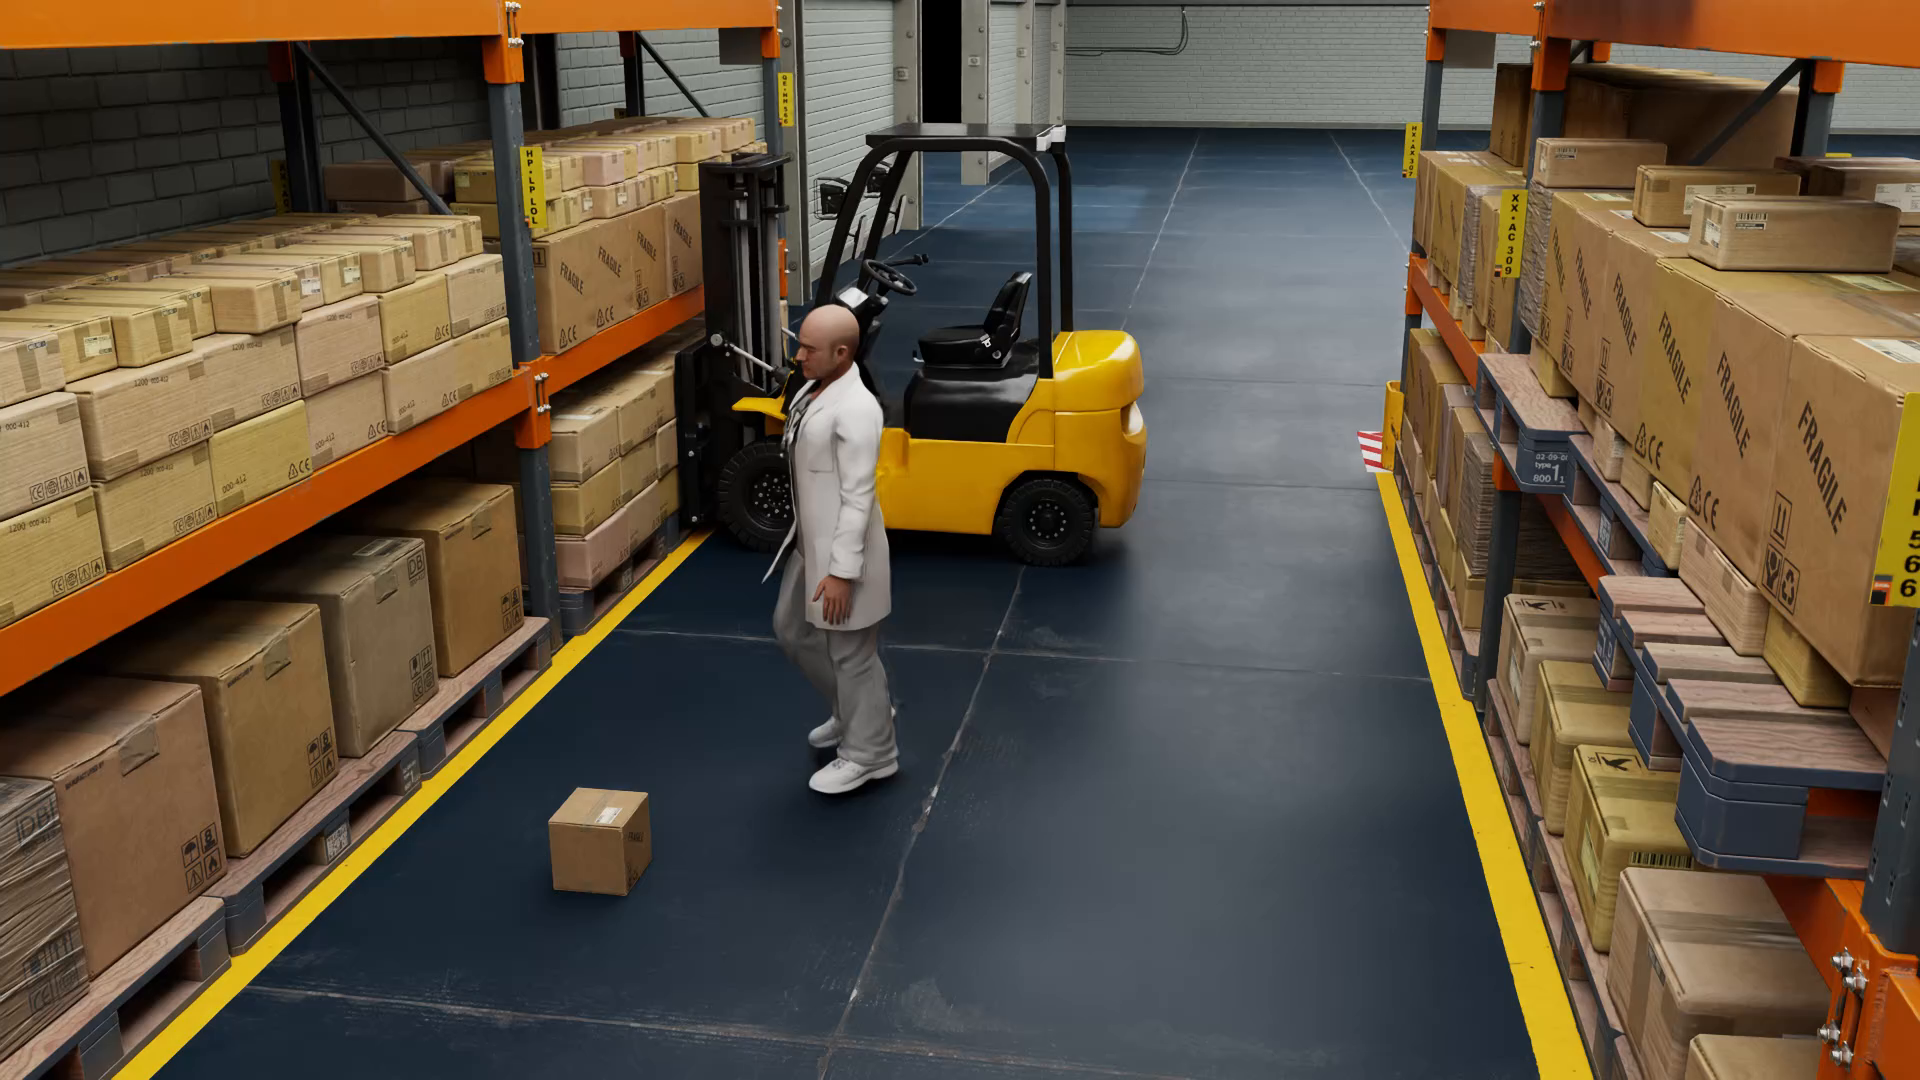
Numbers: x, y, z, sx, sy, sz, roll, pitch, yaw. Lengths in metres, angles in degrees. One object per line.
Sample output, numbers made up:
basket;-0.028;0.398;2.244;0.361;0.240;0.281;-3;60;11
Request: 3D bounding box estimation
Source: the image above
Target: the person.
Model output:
person;-0.431;0.034;5.897;0.496;1.774;0.653;-6;19;-19
